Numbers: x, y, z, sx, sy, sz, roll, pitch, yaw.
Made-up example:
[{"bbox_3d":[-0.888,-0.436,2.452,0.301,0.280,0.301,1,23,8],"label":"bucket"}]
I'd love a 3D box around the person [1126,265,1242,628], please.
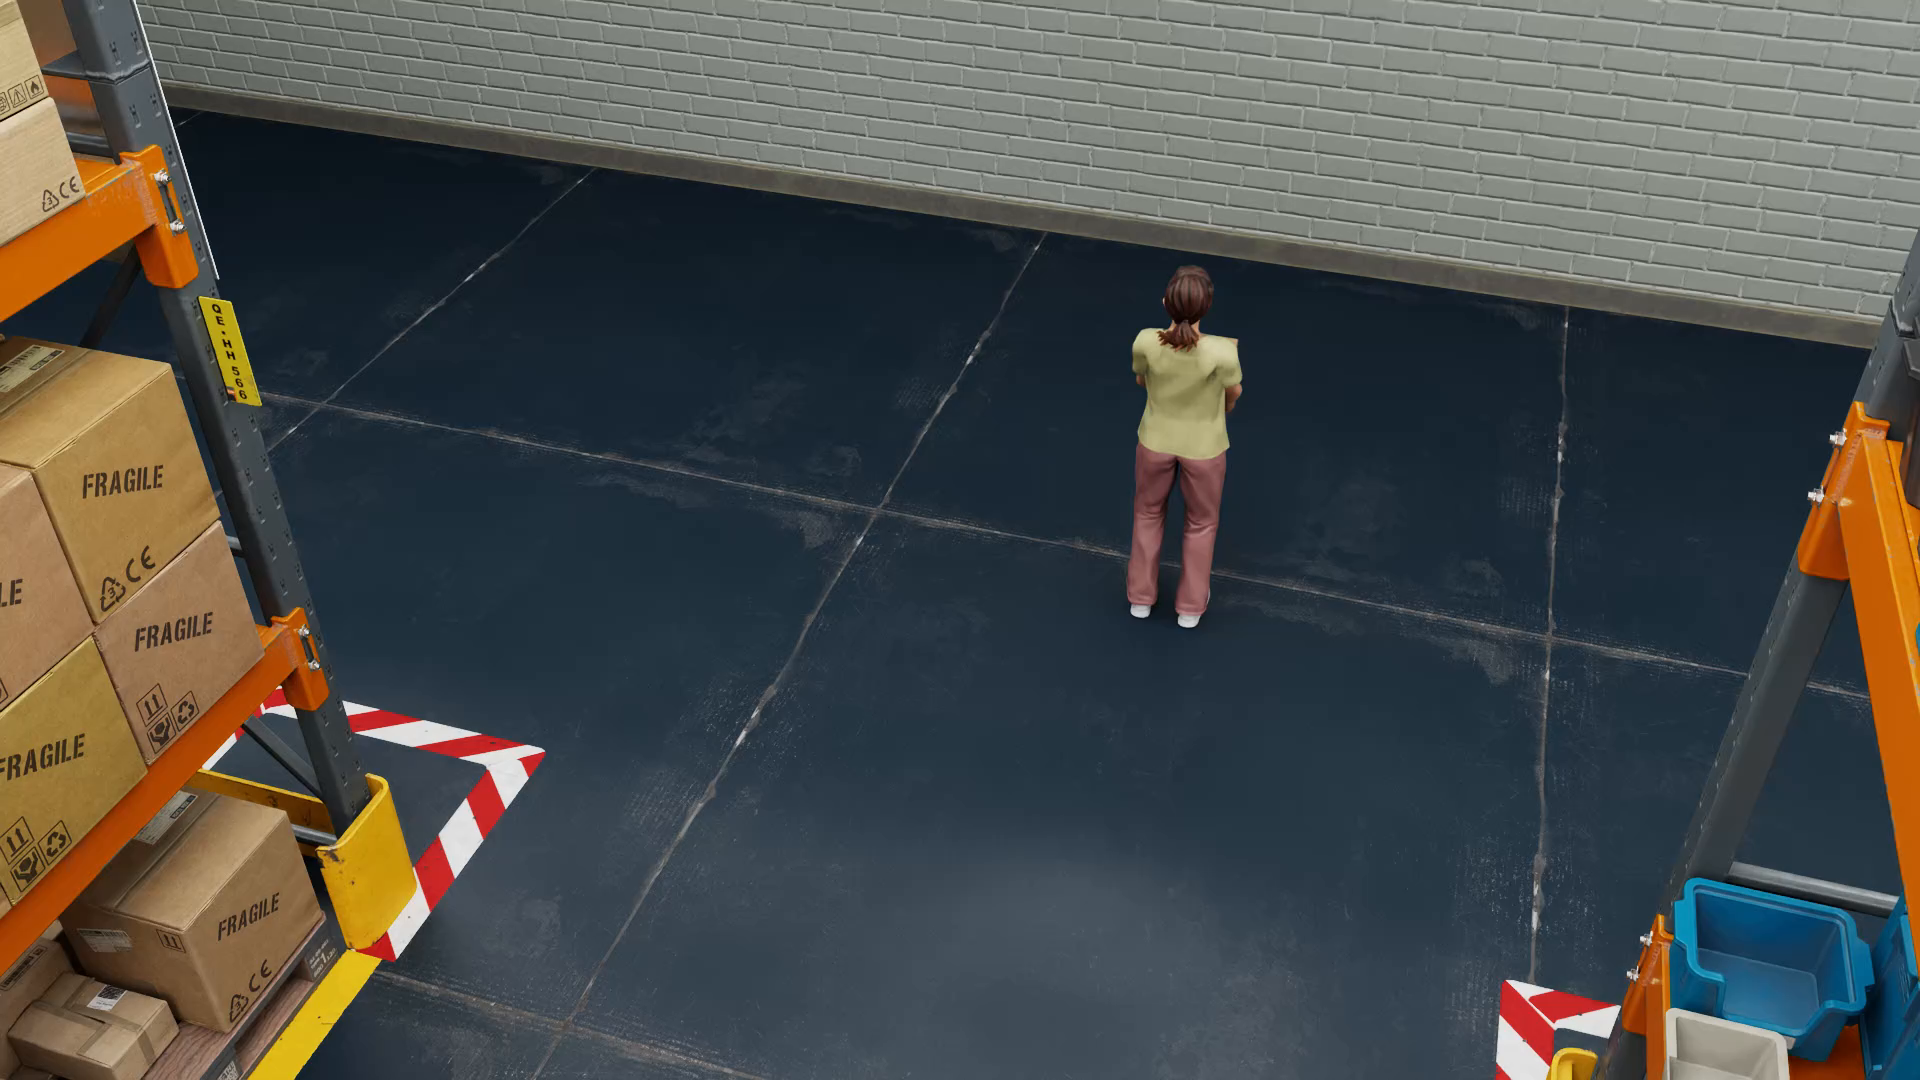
[{"bbox_3d":[0.897,-0.408,6.697,0.428,1.662,0.559,11,38,14],"label":"person"}]
